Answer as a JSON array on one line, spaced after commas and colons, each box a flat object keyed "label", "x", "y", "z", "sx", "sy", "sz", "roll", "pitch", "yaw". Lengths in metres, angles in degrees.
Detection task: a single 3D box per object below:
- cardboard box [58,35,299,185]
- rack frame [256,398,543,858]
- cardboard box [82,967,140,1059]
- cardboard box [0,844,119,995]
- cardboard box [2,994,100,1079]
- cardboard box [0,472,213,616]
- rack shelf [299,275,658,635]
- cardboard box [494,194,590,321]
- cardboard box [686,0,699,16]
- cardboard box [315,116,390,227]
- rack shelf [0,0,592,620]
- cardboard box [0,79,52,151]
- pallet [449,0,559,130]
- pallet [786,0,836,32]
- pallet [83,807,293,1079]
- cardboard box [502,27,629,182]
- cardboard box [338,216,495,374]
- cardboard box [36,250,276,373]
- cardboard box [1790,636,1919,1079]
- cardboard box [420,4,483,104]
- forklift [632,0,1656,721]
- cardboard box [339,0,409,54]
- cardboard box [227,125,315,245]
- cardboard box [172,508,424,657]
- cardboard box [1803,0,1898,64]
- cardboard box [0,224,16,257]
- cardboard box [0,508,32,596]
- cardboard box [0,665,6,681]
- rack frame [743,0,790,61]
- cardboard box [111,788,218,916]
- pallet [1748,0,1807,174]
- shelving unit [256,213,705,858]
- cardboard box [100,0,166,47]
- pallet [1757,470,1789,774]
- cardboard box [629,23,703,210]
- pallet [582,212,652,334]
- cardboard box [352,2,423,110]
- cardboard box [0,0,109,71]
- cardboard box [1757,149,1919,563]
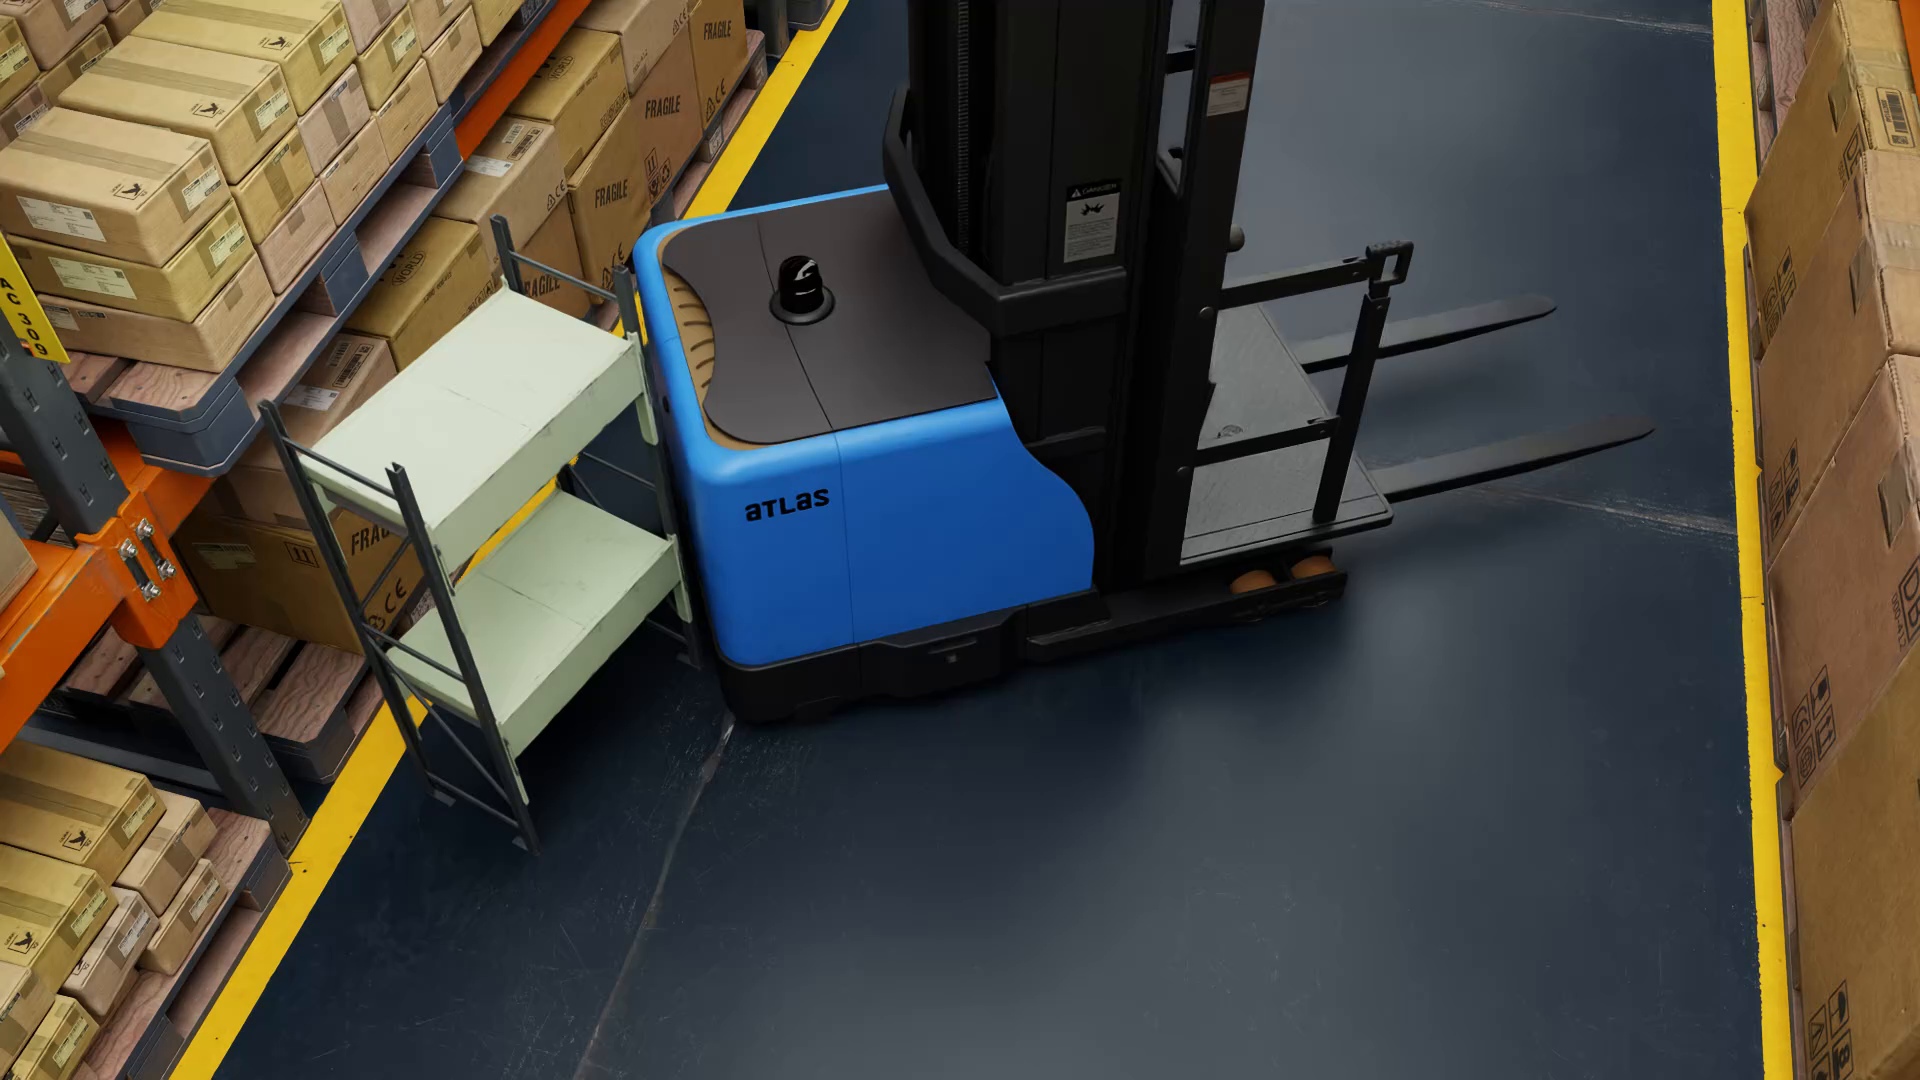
[{"label": "cardboard box", "x": -1.664, "y": -0.921, "z": 3.553, "sx": 0.380, "sy": 0.149, "sz": 0.250, "roll": 13, "pitch": 50, "yaw": 11}, {"label": "rack frame", "x": -1.307, "y": 0.279, "z": 4.004, "sx": 0.400, "sy": 1.500, "sz": 0.023, "roll": 24, "pitch": 53, "yaw": 20}, {"label": "cardboard box", "x": -2.203, "y": 1.055, "z": 3.939, "sx": 0.380, "sy": 0.149, "sz": 0.250, "roll": 13, "pitch": 50, "yaw": 11}, {"label": "cardboard box", "x": -2.151, "y": 0.837, "z": 3.735, "sx": 0.380, "sy": 0.149, "sz": 0.250, "roll": 12, "pitch": 50, "yaw": 11}, {"label": "cardboard box", "x": -2.168, "y": 1.121, "z": 3.683, "sx": 0.380, "sy": 0.149, "sz": 0.250, "roll": 10, "pitch": 49, "yaw": 9}, {"label": "cardboard box", "x": -2.327, "y": -0.168, "z": 4.785, "sx": 0.500, "sy": 0.500, "sz": 0.500, "roll": 11, "pitch": 49, "yaw": 9}, {"label": "rack shelf", "x": -1.120, "y": -0.215, "z": 3.919, "sx": 0.431, "sy": 0.370, "sz": 0.720, "roll": 24, "pitch": 53, "yaw": 20}, {"label": "cardboard box", "x": -1.566, "y": -0.830, "z": 5.369, "sx": 0.500, "sy": 0.500, "sz": 0.500, "roll": 12, "pitch": 50, "yaw": 11}, {"label": "cardboard box", "x": -1.154, "y": -2.178, "z": 6.059, "sx": 0.500, "sy": 0.250, "sz": 0.500, "roll": 11, "pitch": 49, "yaw": 9}, {"label": "cardboard box", "x": -1.595, "y": -0.903, "z": 3.934, "sx": 0.380, "sy": 0.149, "sz": 0.250, "roll": 12, "pitch": 50, "yaw": 10}, {"label": "rack shelf", "x": -1.753, "y": -1.480, "z": 5.035, "sx": 1.077, "sy": 0.370, "sz": 4.000, "roll": 12, "pitch": 50, "yaw": 10}, {"label": "cardboard box", "x": -2.297, "y": -0.943, "z": 3.771, "sx": 0.380, "sy": 0.149, "sz": 0.250, "roll": 12, "pitch": 50, "yaw": 10}, {"label": "pallet", "x": -1.708, "y": -1.661, "z": 4.844, "sx": 1.003, "sy": 0.211, "sz": 1.213, "roll": 12, "pitch": 50, "yaw": 10}, {"label": "pallet", "x": -0.946, "y": -2.797, "z": 7.578, "sx": 1.003, "sy": 0.211, "sz": 1.213, "roll": 12, "pitch": 50, "yaw": 10}, {"label": "pallet", "x": -2.422, "y": 1.144, "z": 4.100, "sx": 1.003, "sy": 0.211, "sz": 1.213, "roll": 12, "pitch": 50, "yaw": 10}, {"label": "cardboard box", "x": -1.425, "y": -1.446, "z": 5.413, "sx": 0.500, "sy": 0.250, "sz": 0.500, "roll": 13, "pitch": 50, "yaw": 11}, {"label": "cardboard box", "x": -1.692, "y": -0.699, "z": 4.754, "sx": 0.500, "sy": 0.250, "sz": 0.500, "roll": 13, "pitch": 50, "yaw": 11}, {"label": "cardboard box", "x": -1.732, "y": -0.521, "z": 3.597, "sx": 0.380, "sy": 0.149, "sz": 0.250, "roll": 9, "pitch": 49, "yaw": 8}, {"label": "cardboard box", "x": 2.628, "y": 0.878, "z": 3.612, "sx": 1.225, "sy": 0.875, "sz": 0.875, "roll": 12, "pitch": 50, "yaw": 10}, {"label": "cardboard box", "x": -1.461, "y": -1.269, "z": 4.257, "sx": 0.380, "sy": 0.149, "sz": 0.250, "roll": 10, "pitch": 49, "yaw": 8}, {"label": "forklift", "x": 0.660, "y": -1.091, "z": 4.258, "sx": 3.031, "sy": 2.935, "sz": 1.130, "roll": -13, "pitch": 50, "yaw": -11}, {"label": "cardboard box", "x": -1.526, "y": -1.286, "z": 3.875, "sx": 0.380, "sy": 0.149, "sz": 0.250, "roll": 11, "pitch": 49, "yaw": 10}, {"label": "cardboard box", "x": -1.666, "y": -0.808, "z": 3.651, "sx": 0.380, "sy": 0.149, "sz": 0.250, "roll": 11, "pitch": 49, "yaw": 9}, {"label": "cardboard box", "x": -1.829, "y": -0.065, "z": 4.694, "sx": 0.500, "sy": 0.500, "sz": 0.500, "roll": 13, "pitch": 50, "yaw": 11}, {"label": "cardboard box", "x": 3.689, "y": -1.920, "z": 6.318, "sx": 0.700, "sy": 0.500, "sz": 0.500, "roll": 9, "pitch": 49, "yaw": 8}, {"label": "cardboard box", "x": -2.366, "y": -0.654, "z": 3.714, "sx": 0.380, "sy": 0.149, "sz": 0.250, "roll": 11, "pitch": 49, "yaw": 9}, {"label": "cardboard box", "x": -2.134, "y": 0.003, "z": 2.982, "sx": 0.500, "sy": 0.500, "sz": 0.500, "roll": 12, "pitch": 50, "yaw": 10}, {"label": "cardboard box", "x": -2.091, "y": 0.272, "z": 3.177, "sx": 0.380, "sy": 0.149, "sz": 0.250, "roll": 10, "pitch": 49, "yaw": 9}, {"label": "rack frame", "x": -1.226, "y": -3.165, "z": 6.042, "sx": 1.000, "sy": 3.000, "sz": 0.127, "roll": 12, "pitch": 50, "yaw": 10}, {"label": "cardboard box", "x": -2.055, "y": 0.725, "z": 4.032, "sx": 0.380, "sy": 0.149, "sz": 0.250, "roll": 12, "pitch": 50, "yaw": 11}, {"label": "pallet", "x": 3.739, "y": -1.755, "z": 6.658, "sx": 1.003, "sy": 0.211, "sz": 1.213, "roll": 12, "pitch": 50, "yaw": 10}, {"label": "shelving unit", "x": -1.120, "y": 0.043, "z": 4.212, "sx": 0.431, "sy": 1.500, "sz": 0.755, "roll": 24, "pitch": 53, "yaw": 20}, {"label": "cardboard box", "x": -2.161, "y": -1.321, "z": 4.104, "sx": 0.380, "sy": 0.149, "sz": 0.250, "roll": 10, "pitch": 49, "yaw": 9}, {"label": "pallet", "x": 2.929, "y": 0.245, "z": 4.893, "sx": 1.003, "sy": 0.211, "sz": 1.213, "roll": 12, "pitch": 50, "yaw": 10}, {"label": "cardboard box", "x": -1.288, "y": -1.574, "z": 6.026, "sx": 0.500, "sy": 0.500, "sz": 0.500, "roll": 13, "pitch": 50, "yaw": 12}, {"label": "pallet", "x": -1.757, "y": -0.797, "z": 5.813, "sx": 1.003, "sy": 0.211, "sz": 1.213, "roll": 12, "pitch": 50, "yaw": 10}, {"label": "cardboard box", "x": -1.530, "y": -1.183, "z": 3.982, "sx": 0.380, "sy": 0.149, "sz": 0.250, "roll": 10, "pitch": 49, "yaw": 8}, {"label": "cardboard box", "x": -2.222, "y": -1.234, "z": 3.829, "sx": 0.380, "sy": 0.149, "sz": 0.250, "roll": 10, "pitch": 49, "yaw": 9}, {"label": "cardboard box", "x": 3.088, "y": -0.410, "z": 4.749, "sx": 1.225, "sy": 0.875, "sz": 0.875, "roll": 12, "pitch": 50, "yaw": 10}]
